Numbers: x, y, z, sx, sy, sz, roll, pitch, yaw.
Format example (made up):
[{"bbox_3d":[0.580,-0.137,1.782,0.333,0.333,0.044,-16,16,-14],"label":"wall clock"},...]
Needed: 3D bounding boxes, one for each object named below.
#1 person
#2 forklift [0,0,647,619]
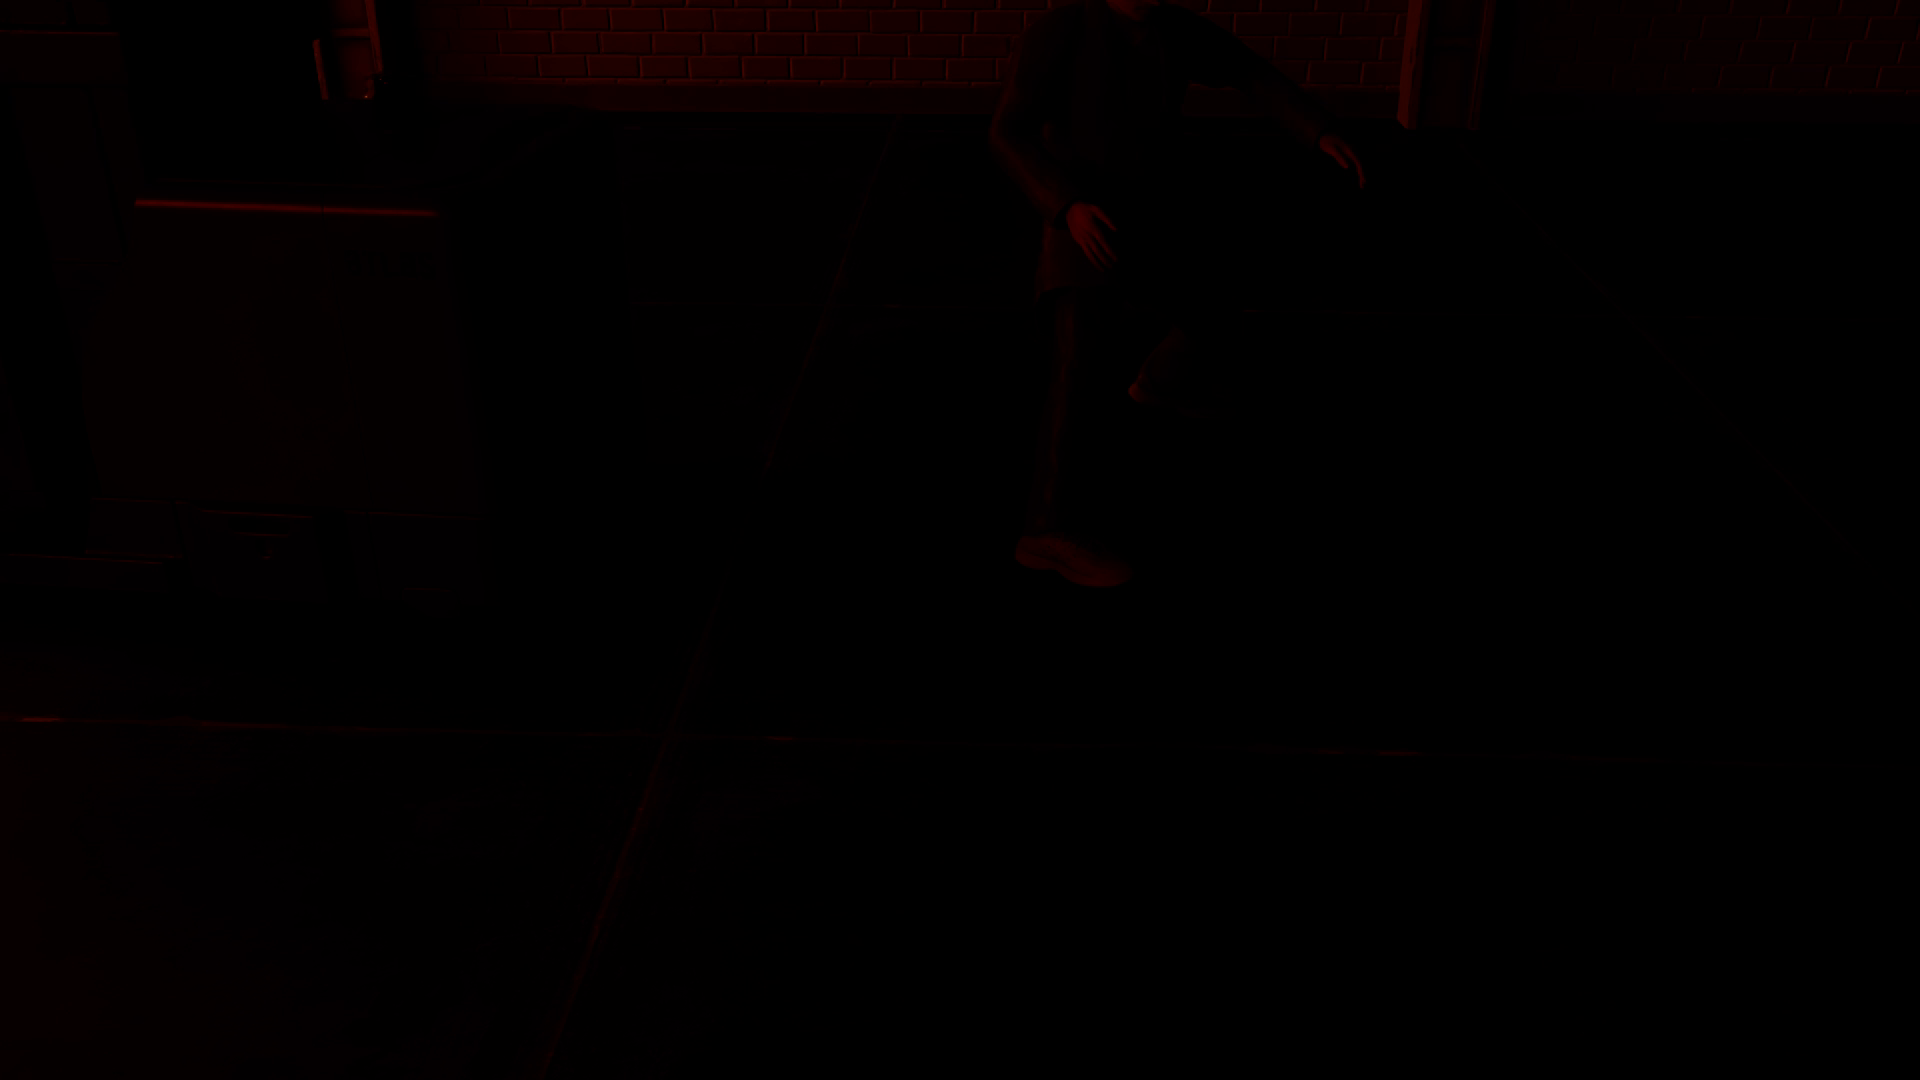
[{"bbox_3d":[0.558,-0.843,4.478,1.202,1.593,1.050,-15,30,-27],"label":"person"},{"bbox_3d":[-2.472,-1.394,4.035,3.031,2.935,1.130,3,26,6],"label":"forklift"}]
